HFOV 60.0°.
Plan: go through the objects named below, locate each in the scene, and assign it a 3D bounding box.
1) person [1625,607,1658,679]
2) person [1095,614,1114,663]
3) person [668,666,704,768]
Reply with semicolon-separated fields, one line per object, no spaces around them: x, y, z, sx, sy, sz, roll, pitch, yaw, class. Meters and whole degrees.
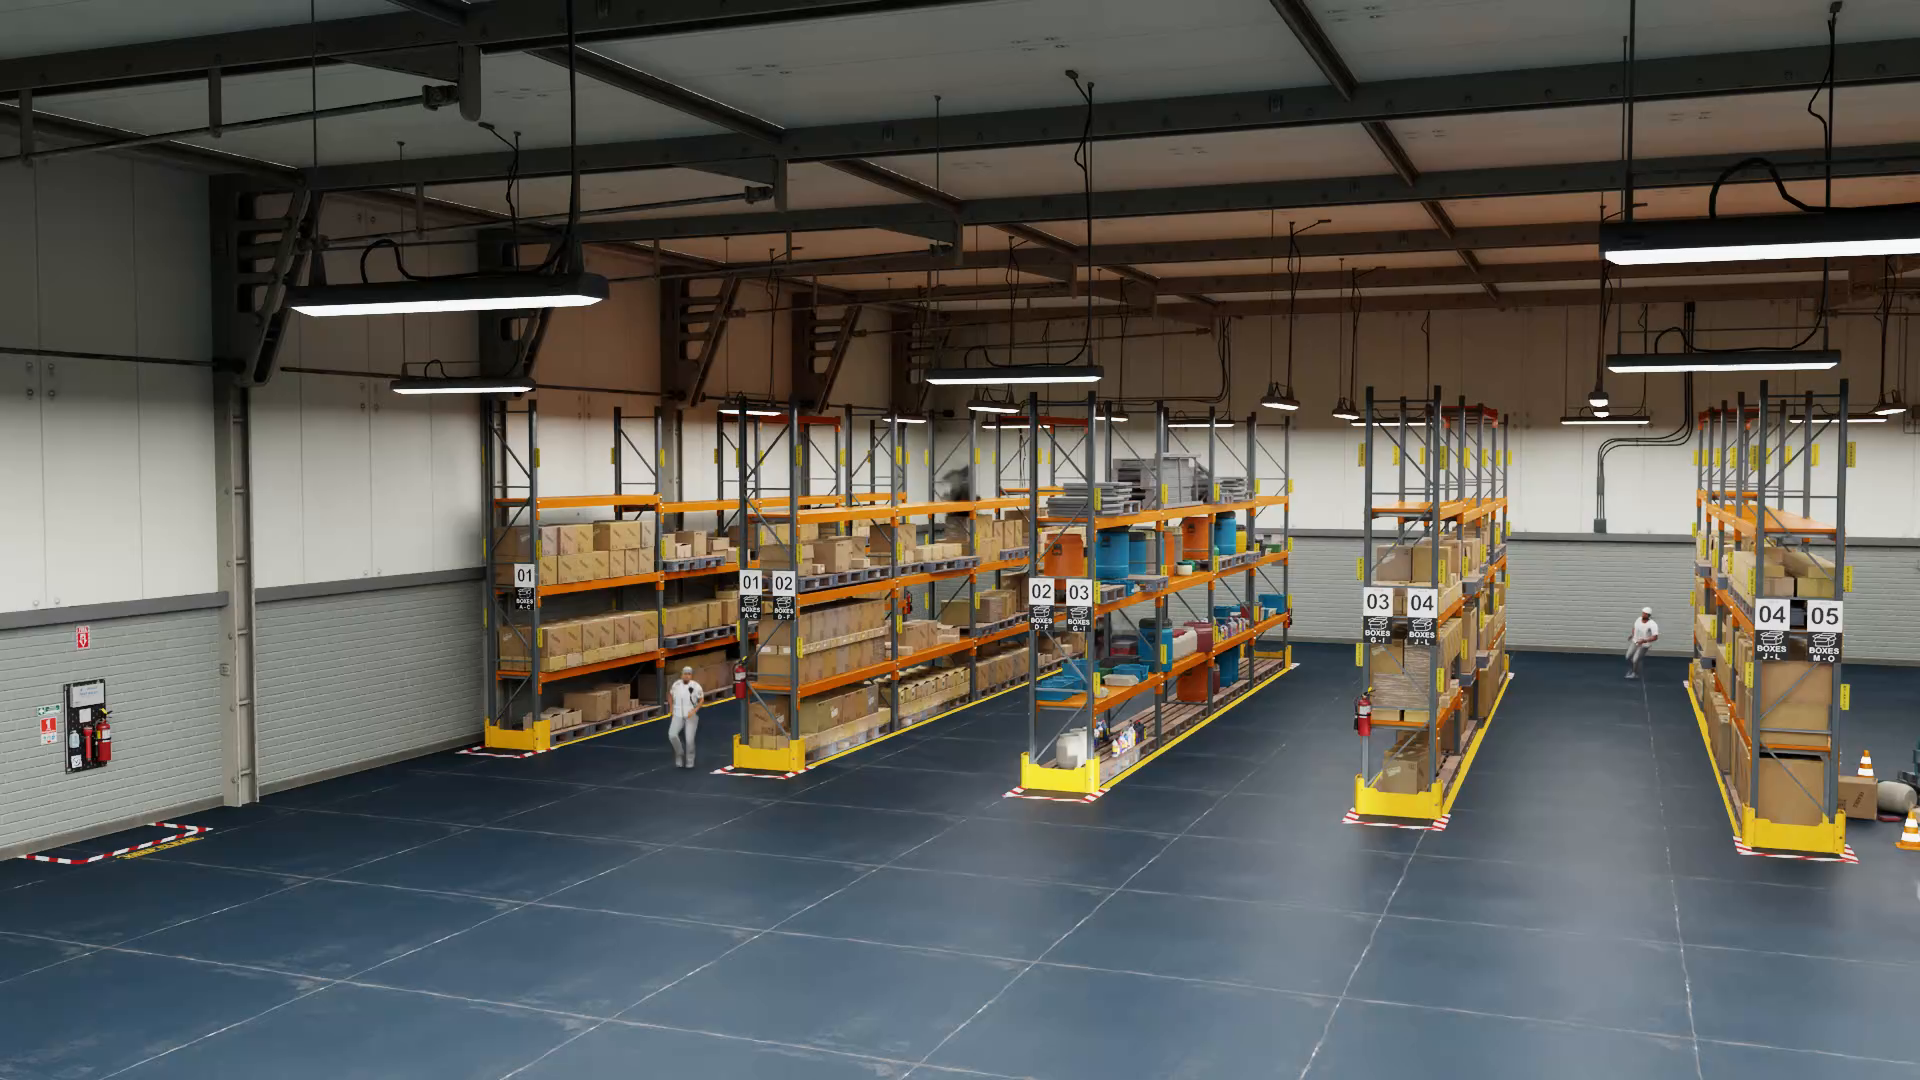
15.296;2.326;37.393;0.630;1.667;0.852;-2;3;-36;person
3.089;2.352;36.887;0.654;1.675;0.629;1;3;18;person
-4.447;2.858;26.855;0.625;1.636;0.592;0;3;7;person
